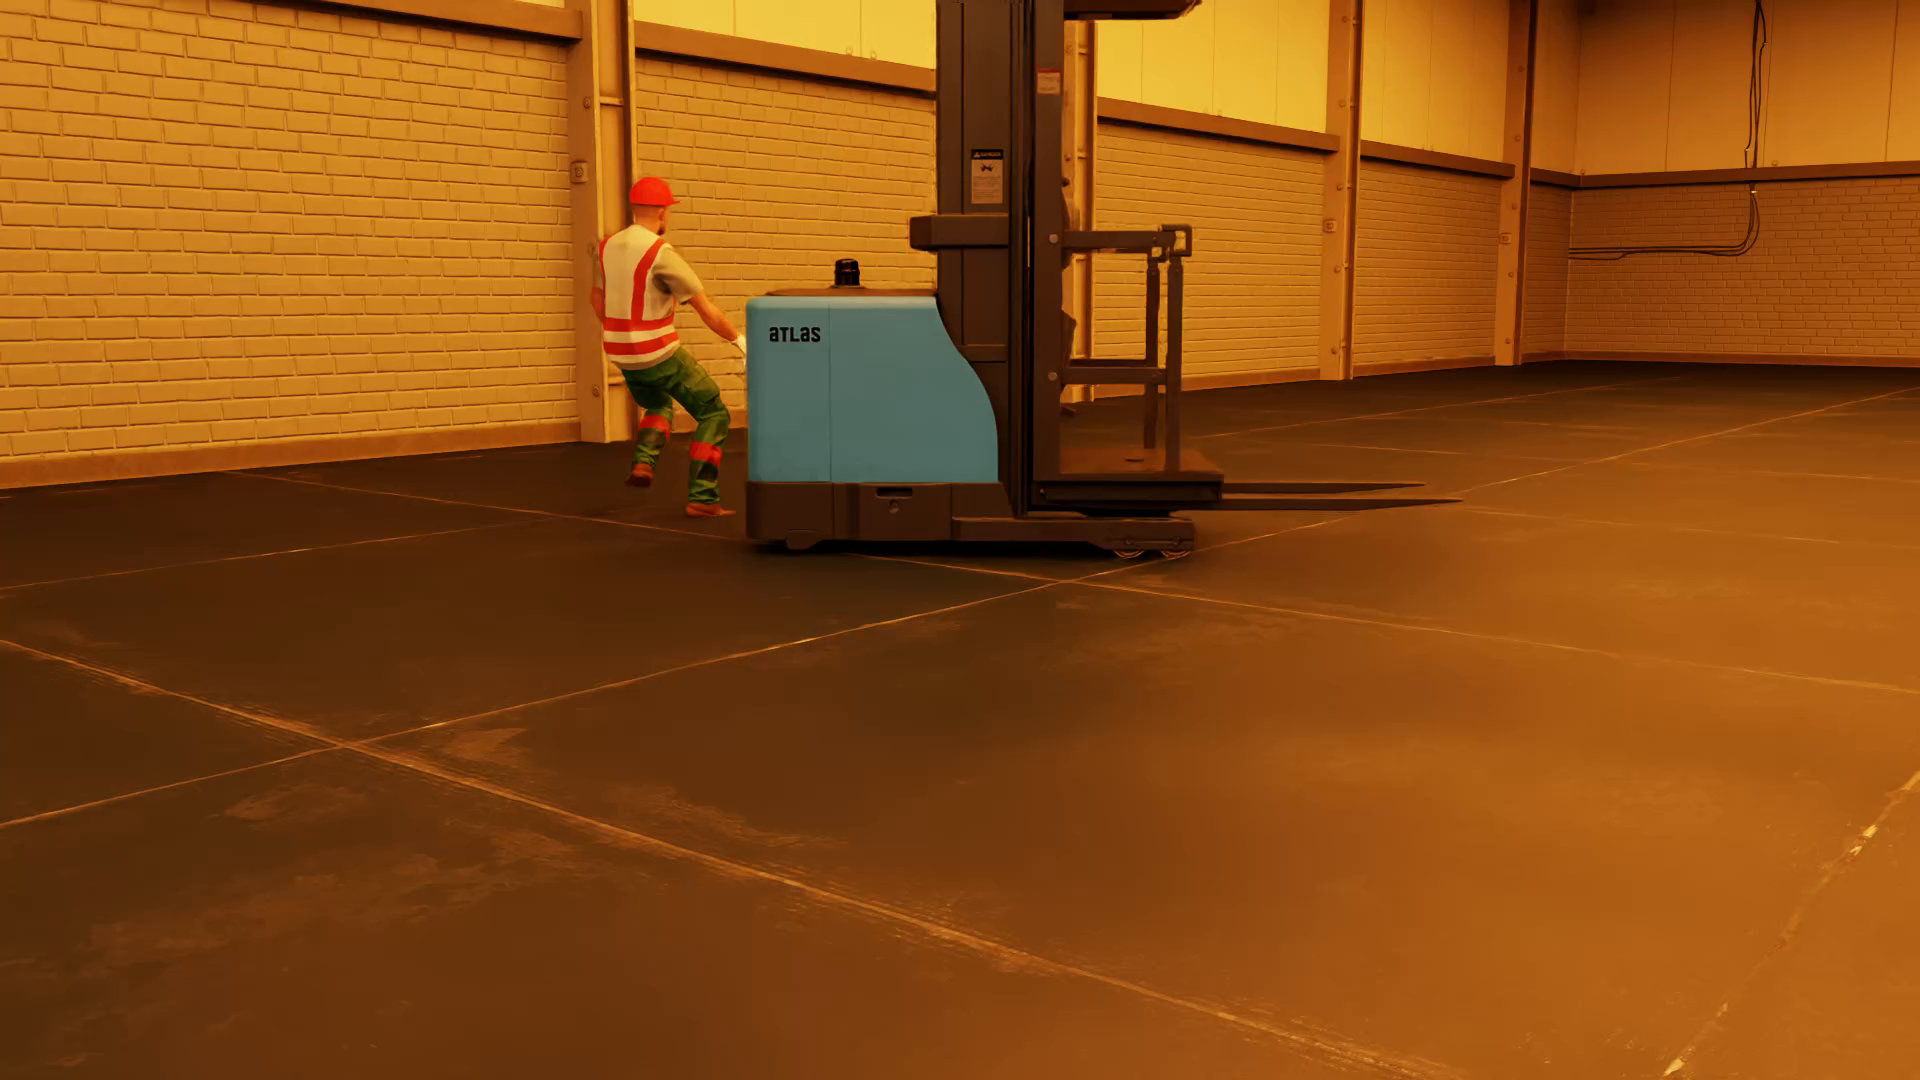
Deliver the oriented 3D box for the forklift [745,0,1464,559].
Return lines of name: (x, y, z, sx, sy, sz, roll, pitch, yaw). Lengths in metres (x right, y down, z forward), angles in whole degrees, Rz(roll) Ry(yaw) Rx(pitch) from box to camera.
forklift: (0.621, -1.451, 7.197, 3.031, 2.935, 1.130, 0, 8, 1)

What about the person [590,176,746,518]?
person: (-1.457, -0.943, 8.300, 0.858, 1.699, 0.554, 7, 11, 39)
